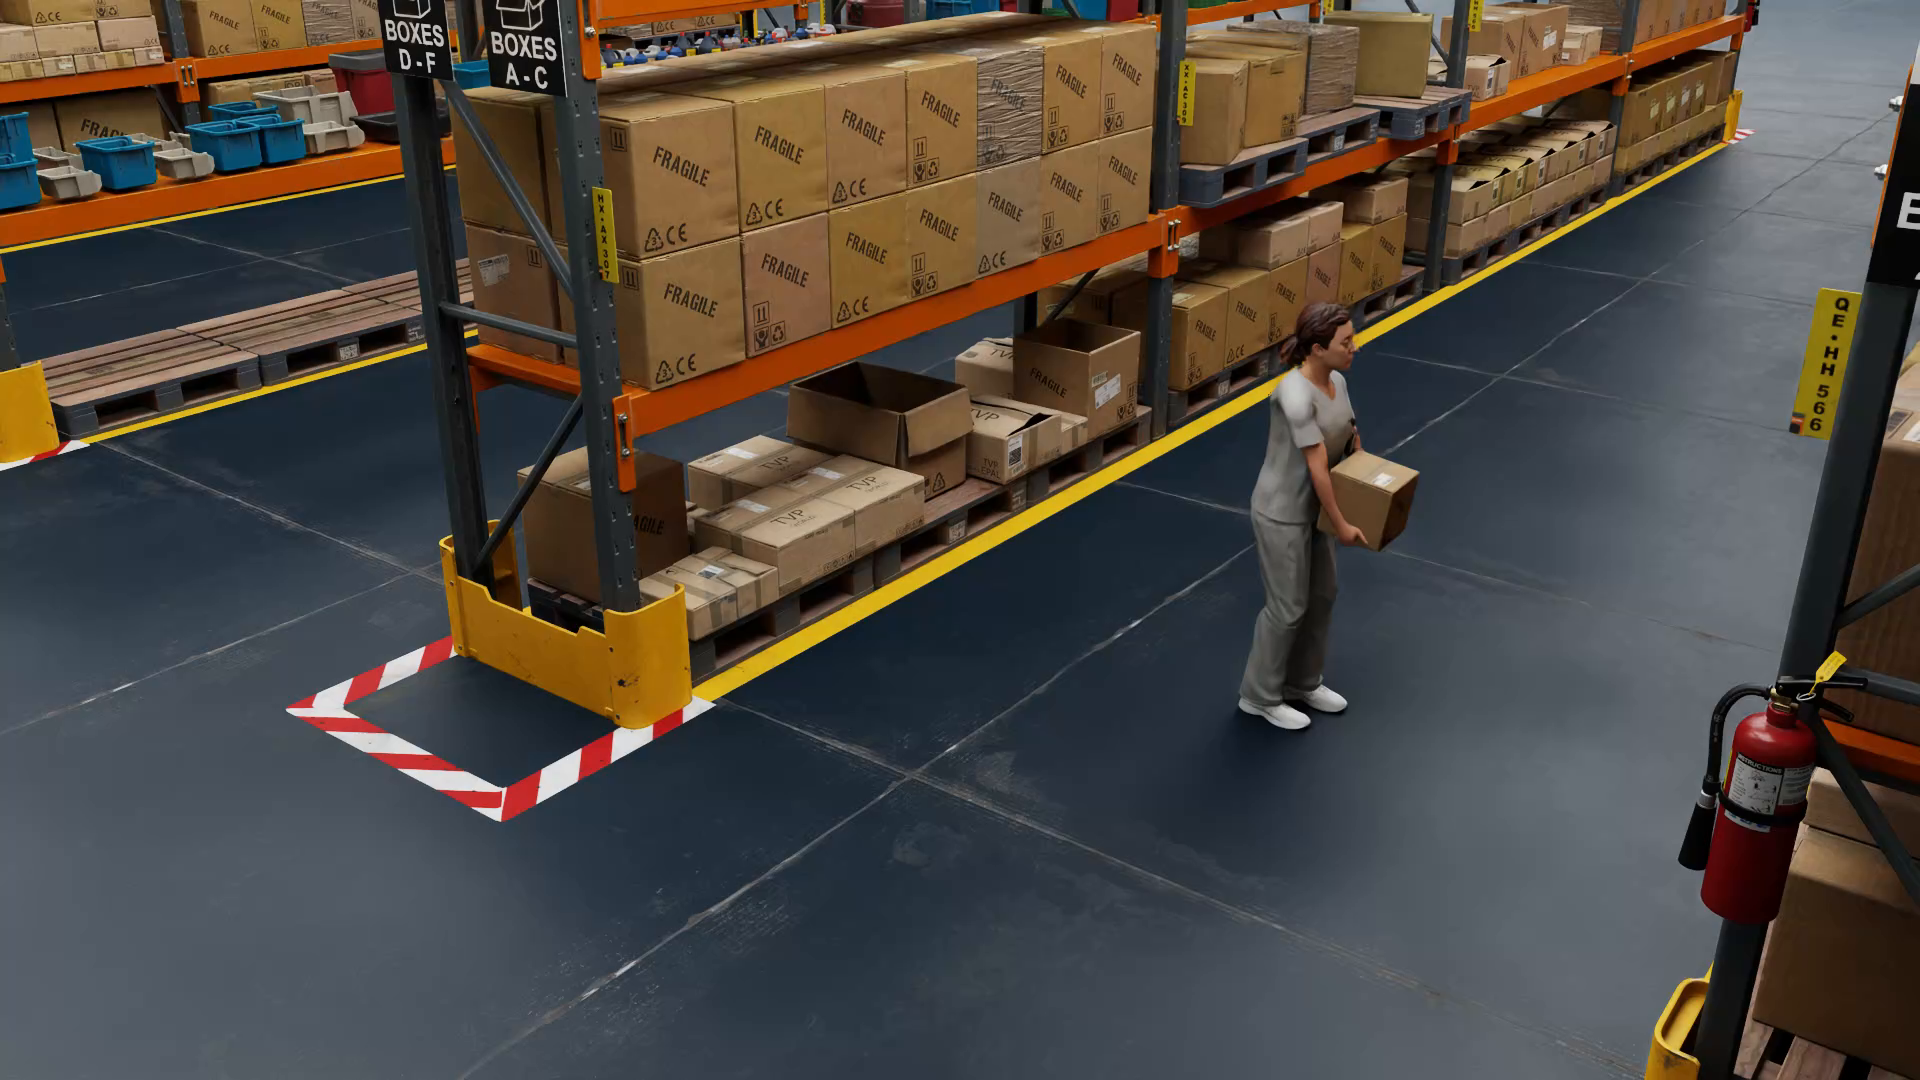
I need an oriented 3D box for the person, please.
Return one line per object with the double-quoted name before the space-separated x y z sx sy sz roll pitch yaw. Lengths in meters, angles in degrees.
"person" 1.366 -0.079 6.302 0.505 1.666 0.411 16 28 32
